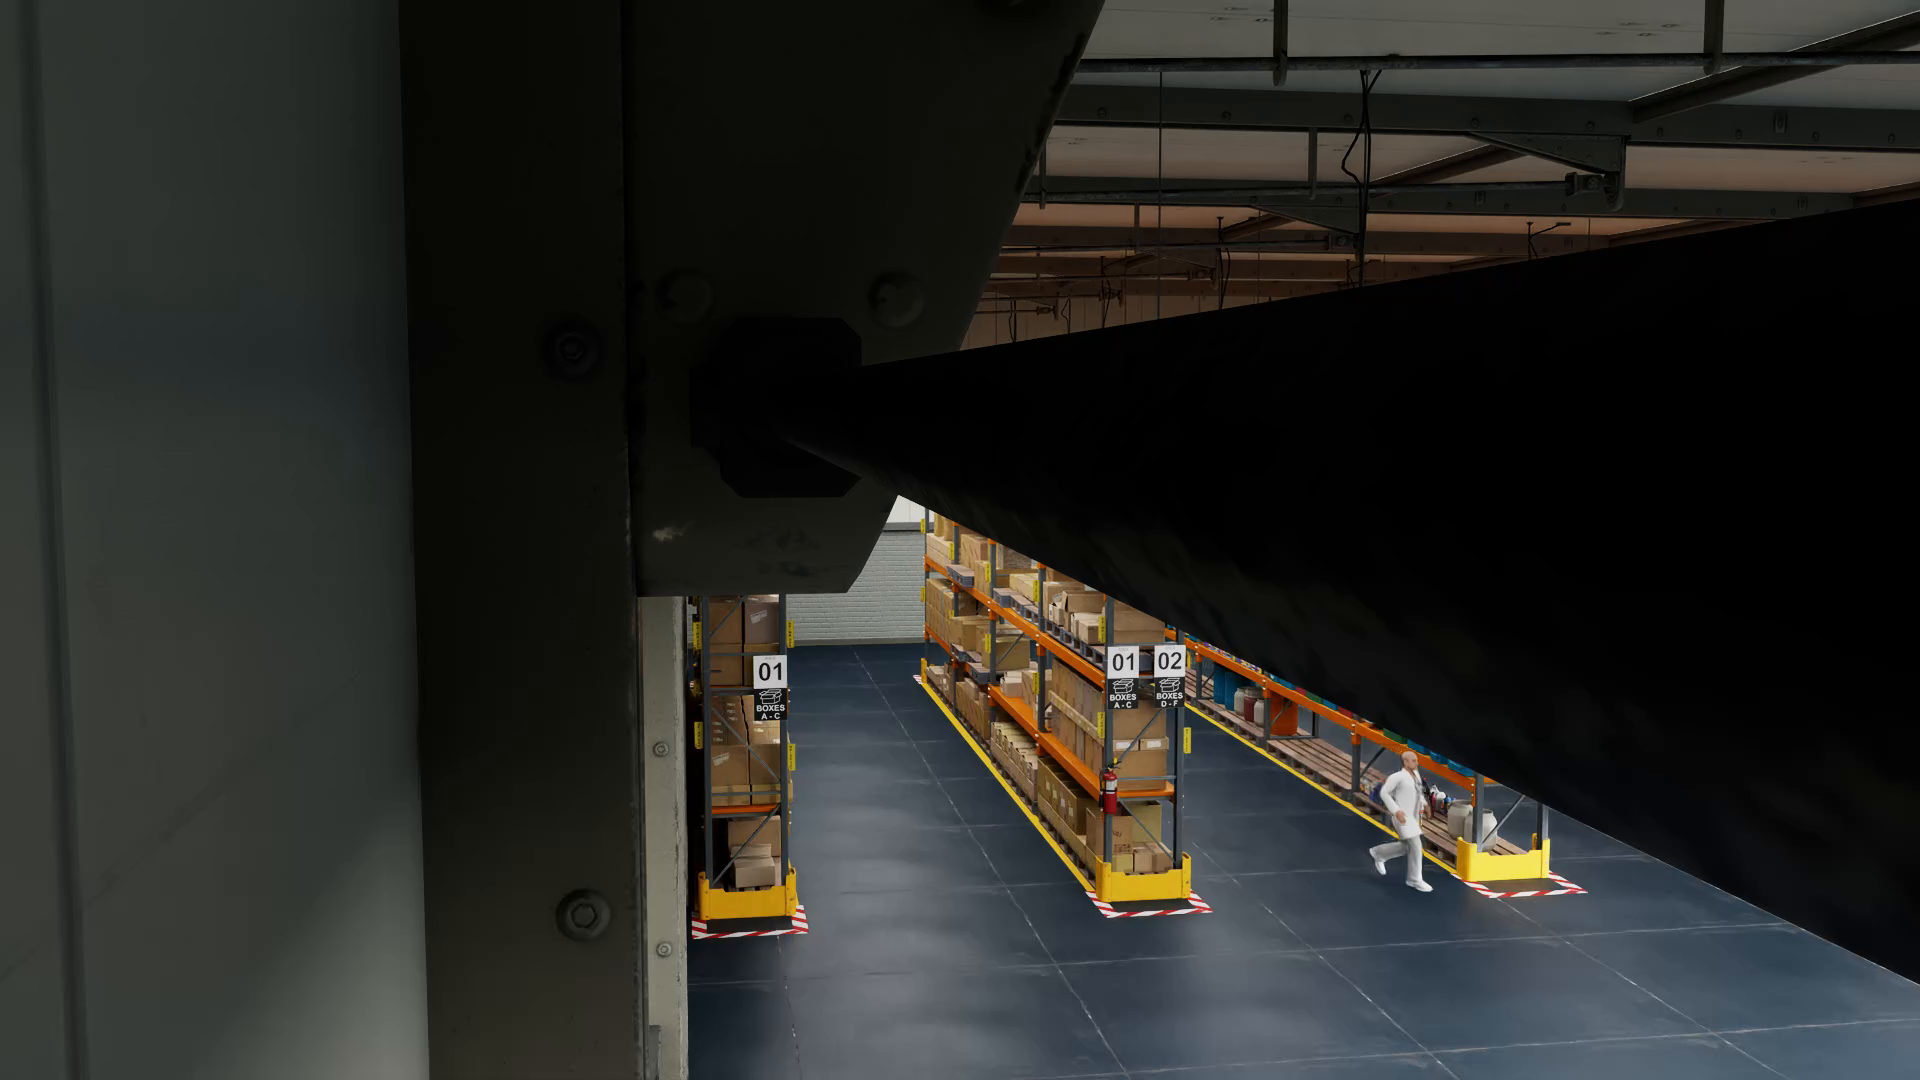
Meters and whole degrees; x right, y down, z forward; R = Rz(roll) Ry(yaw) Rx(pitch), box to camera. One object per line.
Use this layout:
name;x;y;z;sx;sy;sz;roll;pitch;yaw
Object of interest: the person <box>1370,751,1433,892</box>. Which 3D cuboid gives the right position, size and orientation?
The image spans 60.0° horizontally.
person;5.676;3.582;21.421;0.929;1.771;0.695;4;7;41
